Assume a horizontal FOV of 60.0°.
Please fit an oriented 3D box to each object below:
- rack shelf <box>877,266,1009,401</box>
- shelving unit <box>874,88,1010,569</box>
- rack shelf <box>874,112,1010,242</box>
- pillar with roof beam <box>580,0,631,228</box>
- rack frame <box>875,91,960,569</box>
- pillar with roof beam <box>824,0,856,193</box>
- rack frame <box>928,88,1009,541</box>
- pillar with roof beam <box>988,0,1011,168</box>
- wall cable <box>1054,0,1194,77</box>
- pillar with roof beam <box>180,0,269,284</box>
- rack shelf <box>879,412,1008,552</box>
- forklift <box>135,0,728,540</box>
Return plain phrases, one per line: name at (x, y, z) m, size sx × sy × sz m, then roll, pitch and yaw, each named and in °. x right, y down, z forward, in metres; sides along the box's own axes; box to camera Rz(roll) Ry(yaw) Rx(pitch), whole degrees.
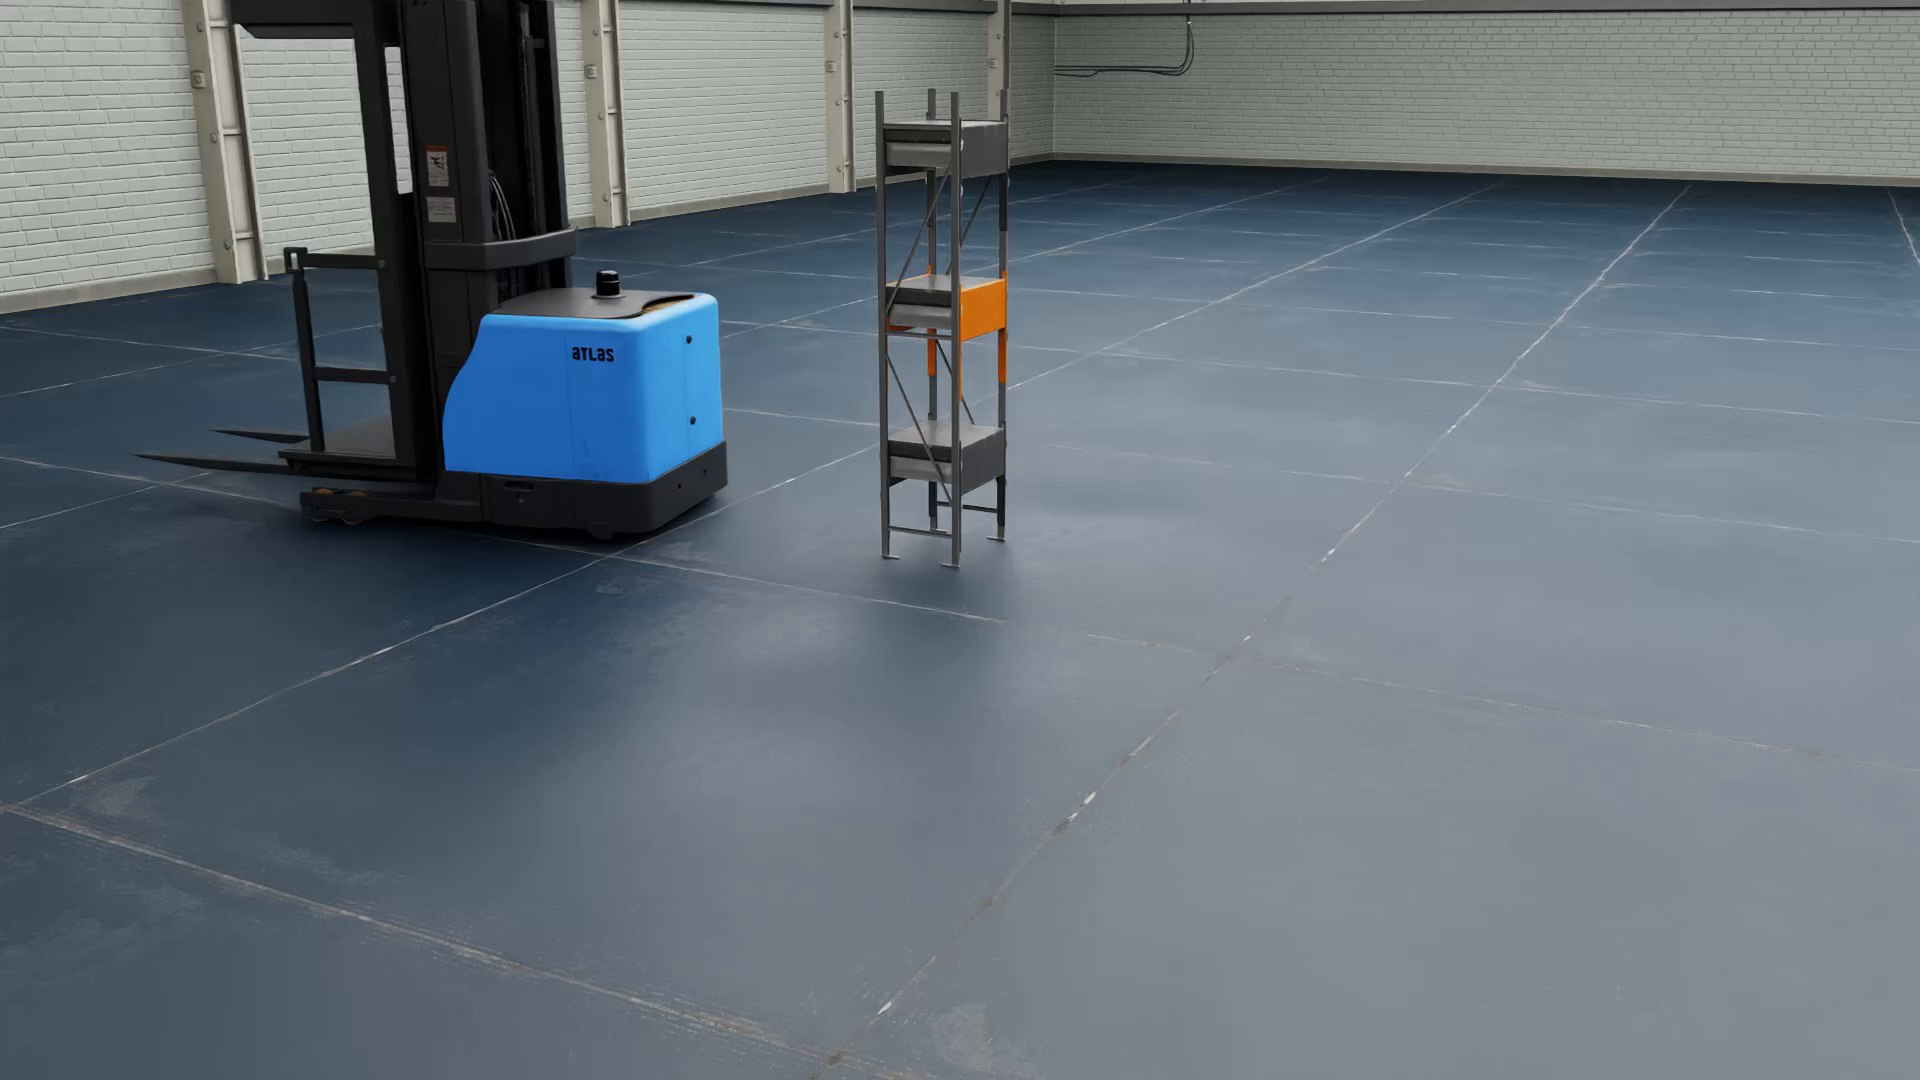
rack shelf at (-0.074, -0.951, 7.587) m, size 0.431 × 0.518 × 0.480 m, roll 8°, pitch 18°, yaw 25°
shelving unit at (-0.074, -0.964, 7.583) m, size 0.431 × 2.100 × 0.503 m, roll 8°, pitch 18°, yaw 25°
rack shelf at (-0.074, -1.622, 7.388) m, size 0.431 × 0.518 × 0.480 m, roll 8°, pitch 18°, yaw 25°
pillar with roof beam at (-0.759, -7.931, 18.920) m, size 9.100 × 9.000 × 0.400 m, roll 8°, pitch 18°, yaw 25°
rack frame at (-0.183, -0.902, 7.374) m, size 0.400 × 2.100 × 0.015 m, roll 8°, pitch 18°, yaw 25°
pillar with roof beam at (1.922, -9.459, 24.066) m, size 9.100 × 9.000 × 0.400 m, roll 8°, pitch 18°, yaw 25°
rack frame at (0.035, -1.027, 7.793) m, size 0.400 × 2.100 × 0.015 m, roll 8°, pitch 18°, yaw 25°
pillar with roof beam at (4.603, -10.987, 29.211) m, size 9.100 × 9.000 × 0.400 m, roll 8°, pitch 18°, yaw 25°
wall cable at (3.251, -10.629, 33.458) m, size 3.097 × 2.526 × 0.112 m, roll 8°, pitch 18°, yaw 25°
pillar with roof beam at (-3.440, -6.402, 13.775) m, size 9.100 × 9.000 × 0.400 m, roll 8°, pitch 18°, yaw 25°
rack shelf at (-0.074, -0.280, 7.787) m, size 0.431 × 0.518 × 0.480 m, roll 8°, pitch 18°, yaw 25°
forklift at (-2.798, -1.619, 8.327) m, size 3.031 × 2.935 × 1.130 m, roll 4°, pitch 17°, yaw 15°
